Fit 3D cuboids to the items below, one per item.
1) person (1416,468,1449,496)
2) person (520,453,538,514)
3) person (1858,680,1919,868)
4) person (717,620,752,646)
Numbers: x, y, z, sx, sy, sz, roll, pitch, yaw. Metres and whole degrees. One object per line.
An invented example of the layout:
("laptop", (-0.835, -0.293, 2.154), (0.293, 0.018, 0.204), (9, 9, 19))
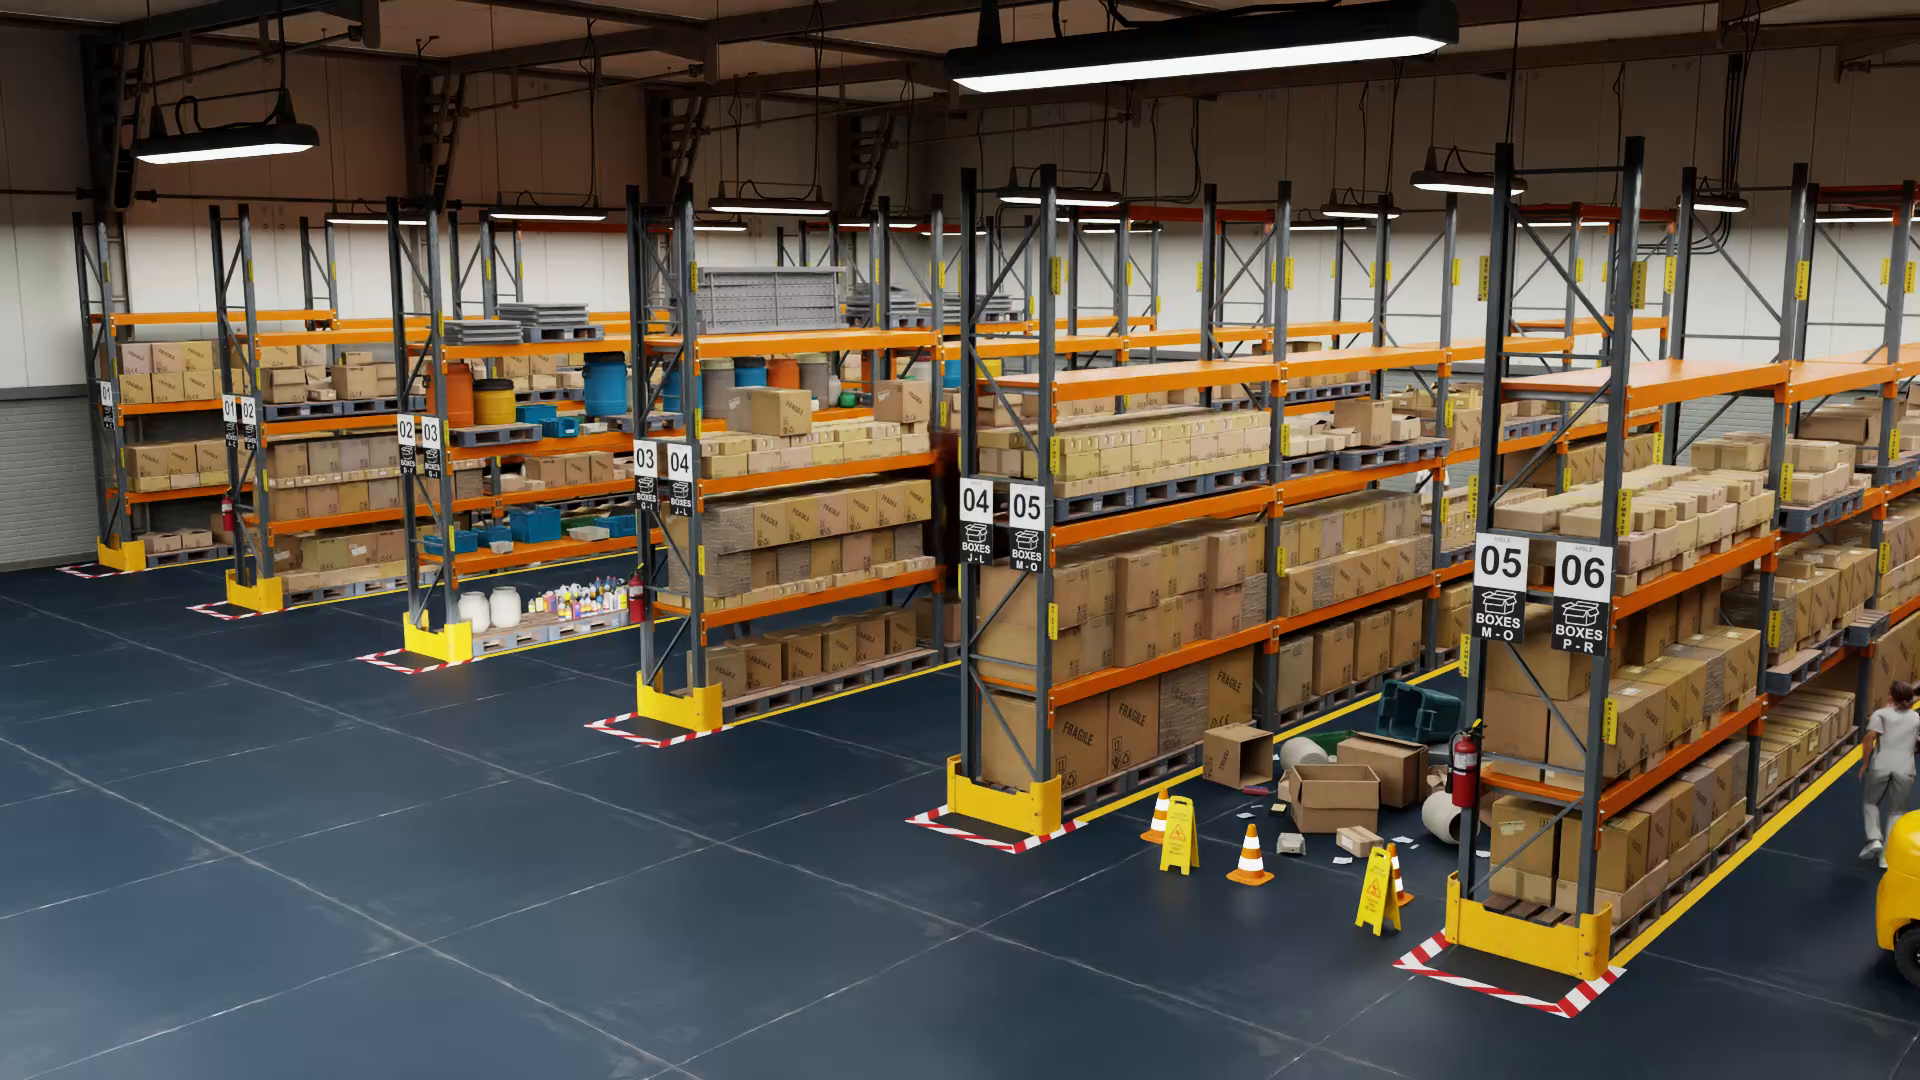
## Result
("person", (8.658, -0.752, 30.482), (0.571, 1.702, 1.119), (1, 10, 6))
("person", (-8.242, -0.853, 31.507), (0.425, 1.578, 0.455), (-7, 12, -35))
("person", (8.082, 2.020, 14.438), (0.489, 1.578, 0.700), (6, 11, 30))
("person", (-2.882, 0.572, 21.318), (0.545, 1.696, 0.512), (6, 11, 30))
